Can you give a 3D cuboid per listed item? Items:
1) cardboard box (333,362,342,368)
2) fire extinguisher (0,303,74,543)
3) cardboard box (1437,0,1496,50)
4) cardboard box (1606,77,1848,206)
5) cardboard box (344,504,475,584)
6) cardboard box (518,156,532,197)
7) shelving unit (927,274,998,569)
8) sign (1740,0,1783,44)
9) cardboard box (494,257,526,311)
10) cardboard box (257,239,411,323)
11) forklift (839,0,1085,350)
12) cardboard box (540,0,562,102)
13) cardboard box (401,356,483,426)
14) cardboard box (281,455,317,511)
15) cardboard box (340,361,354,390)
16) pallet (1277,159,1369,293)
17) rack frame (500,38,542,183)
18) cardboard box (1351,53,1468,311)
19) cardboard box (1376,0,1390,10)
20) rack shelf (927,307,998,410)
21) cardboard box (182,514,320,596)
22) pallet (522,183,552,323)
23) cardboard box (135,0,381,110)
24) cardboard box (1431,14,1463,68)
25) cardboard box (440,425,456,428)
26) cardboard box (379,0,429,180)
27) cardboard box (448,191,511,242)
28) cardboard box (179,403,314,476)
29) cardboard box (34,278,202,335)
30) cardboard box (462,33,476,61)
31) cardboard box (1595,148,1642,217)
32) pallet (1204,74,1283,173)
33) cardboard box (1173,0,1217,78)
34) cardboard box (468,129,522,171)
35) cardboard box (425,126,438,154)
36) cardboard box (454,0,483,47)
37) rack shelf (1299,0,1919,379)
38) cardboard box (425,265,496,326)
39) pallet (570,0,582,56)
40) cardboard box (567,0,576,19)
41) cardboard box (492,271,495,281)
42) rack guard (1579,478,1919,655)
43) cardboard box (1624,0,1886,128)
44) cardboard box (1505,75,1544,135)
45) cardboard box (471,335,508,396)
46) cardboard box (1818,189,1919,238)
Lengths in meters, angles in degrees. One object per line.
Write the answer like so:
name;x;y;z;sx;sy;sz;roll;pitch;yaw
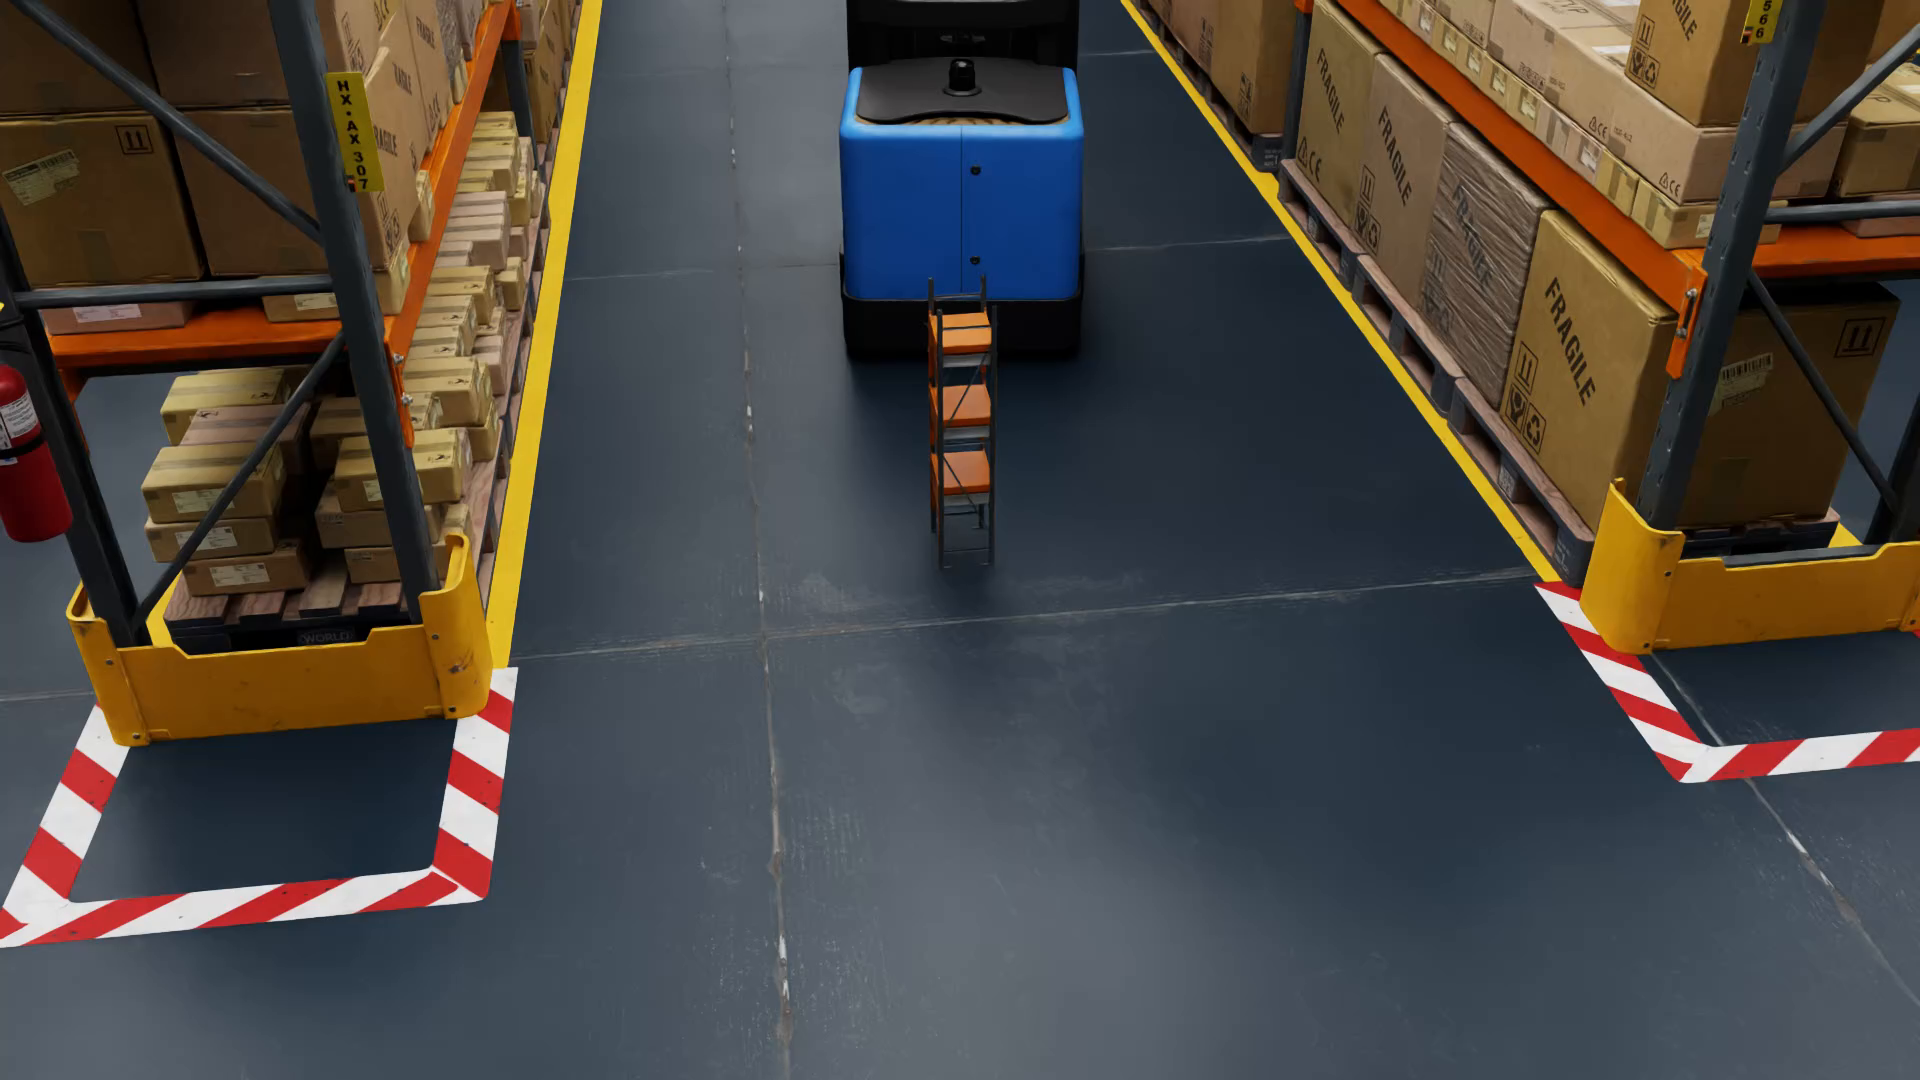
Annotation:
cardboard box;-2.662;-0.789;6.639;0.380;0.149;0.250;-3;34;-4
fire extinguisher;-2.562;-0.314;4.447;0.296;0.674;0.183;-4;35;-6
cardboard box;2.252;-2.164;6.631;0.500;0.250;0.500;-4;35;-6
cardboard box;2.462;-1.306;5.372;0.500;0.250;0.500;-5;35;-7
cardboard box;-1.891;0.012;5.727;0.380;0.149;0.250;-4;34;-5
cardboard box;-2.270;-1.725;8.012;0.380;0.149;0.250;-6;35;-9
shelving unit;0.007;-0.404;5.911;0.215;1.050;0.252;-4;35;-6
sign;2.251;-1.538;4.605;0.100;0.325;0.005;-4;35;-6
cardboard box;-2.147;-1.133;7.407;0.380;0.149;0.250;-4;35;-6
cardboard box;-1.857;-0.778;4.951;0.380;0.149;0.250;-5;35;-7
forklift;0.015;-2.847;7.825;1.130;2.935;3.031;0;34;0
cardboard box;-2.586;-2.776;9.507;0.500;0.500;0.500;-3;34;-4
cardboard box;-1.935;-0.530;5.995;0.380;0.149;0.250;-4;35;-7
cardboard box;-2.474;-0.217;5.799;0.380;0.149;0.250;-5;35;-7
cardboard box;-2.660;-0.668;6.725;0.380;0.149;0.250;-4;34;-5
pallet;2.277;-1.645;8.476;1.003;0.211;1.213;-4;35;-6
rack frame;-2.676;-2.908;7.854;1.000;3.000;0.127;-4;35;-6
cardboard box;2.383;-1.646;7.516;0.875;0.875;0.875;-4;35;-6
cardboard box;2.071;-2.493;7.468;0.380;0.149;0.250;-5;35;-8
rack shelf;0.007;-0.630;5.757;0.215;0.259;0.240;-4;35;-6
cardboard box;-2.416;0.051;5.671;0.380;0.149;0.250;-4;34;-6
pallet;-2.551;-1.384;8.093;1.003;0.211;1.213;-4;35;-6
cardboard box;-1.936;-1.524;4.582;0.500;0.500;0.500;-5;35;-7
cardboard box;2.174;-2.063;6.837;0.380;0.149;0.250;-5;35;-8
cardboard box;-2.056;-0.393;6.058;0.380;0.149;0.250;-4;34;-6
cardboard box;-2.022;-1.408;5.300;0.500;0.500;0.500;-4;35;-6
cardboard box;-2.171;-1.398;7.268;0.380;0.149;0.250;-6;35;-9
cardboard box;-2.437;-0.338;5.713;0.380;0.149;0.250;-4;34;-5
cardboard box;-2.462;-0.733;4.885;0.380;0.149;0.250;-4;35;-6
cardboard box;-2.210;-2.078;6.859;0.380;0.149;0.250;-6;35;-8
cardboard box;2.380;-1.210;5.585;0.380;0.149;0.250;-4;34;-6
pallet;2.074;-2.500;9.731;1.003;0.211;1.213;-4;35;-6
cardboard box;2.025;-3.377;10.056;1.225;0.875;0.875;-6;35;-8
cardboard box;-2.297;-1.831;7.903;0.380;0.149;0.250;-4;34;-6
cardboard box;-2.103;-1.498;6.008;0.380;0.149;0.250;-5;35;-7
cardboard box;-2.197;-2.256;6.544;0.500;0.500;0.500;-5;35;-7
rack shelf;2.521;-1.814;6.887;1.077;0.370;4.000;-4;35;-6
cardboard box;-2.069;-0.968;6.637;0.380;0.149;0.250;-4;34;-6
pallet;-3.110;-3.552;11.274;1.003;0.211;1.213;-4;35;-6
cardboard box;-2.800;-3.643;10.779;0.500;0.500;0.500;-3;34;-4
cardboard box;-2.210;-1.137;7.150;0.380;0.149;0.250;-6;35;-9
rack guard;2.794;0.051;5.731;1.175;0.500;0.348;-4;35;-6
cardboard box;2.464;-1.618;5.164;0.500;0.500;0.500;-4;34;-6
cardboard box;2.277;-1.635;6.209;0.380;0.149;0.250;-5;35;-7
cardboard box;-2.050;-0.698;6.769;0.380;0.149;0.250;-6;35;-9
cardboard box;3.070;-1.114;5.445;0.380;0.149;0.250;-4;34;-6
